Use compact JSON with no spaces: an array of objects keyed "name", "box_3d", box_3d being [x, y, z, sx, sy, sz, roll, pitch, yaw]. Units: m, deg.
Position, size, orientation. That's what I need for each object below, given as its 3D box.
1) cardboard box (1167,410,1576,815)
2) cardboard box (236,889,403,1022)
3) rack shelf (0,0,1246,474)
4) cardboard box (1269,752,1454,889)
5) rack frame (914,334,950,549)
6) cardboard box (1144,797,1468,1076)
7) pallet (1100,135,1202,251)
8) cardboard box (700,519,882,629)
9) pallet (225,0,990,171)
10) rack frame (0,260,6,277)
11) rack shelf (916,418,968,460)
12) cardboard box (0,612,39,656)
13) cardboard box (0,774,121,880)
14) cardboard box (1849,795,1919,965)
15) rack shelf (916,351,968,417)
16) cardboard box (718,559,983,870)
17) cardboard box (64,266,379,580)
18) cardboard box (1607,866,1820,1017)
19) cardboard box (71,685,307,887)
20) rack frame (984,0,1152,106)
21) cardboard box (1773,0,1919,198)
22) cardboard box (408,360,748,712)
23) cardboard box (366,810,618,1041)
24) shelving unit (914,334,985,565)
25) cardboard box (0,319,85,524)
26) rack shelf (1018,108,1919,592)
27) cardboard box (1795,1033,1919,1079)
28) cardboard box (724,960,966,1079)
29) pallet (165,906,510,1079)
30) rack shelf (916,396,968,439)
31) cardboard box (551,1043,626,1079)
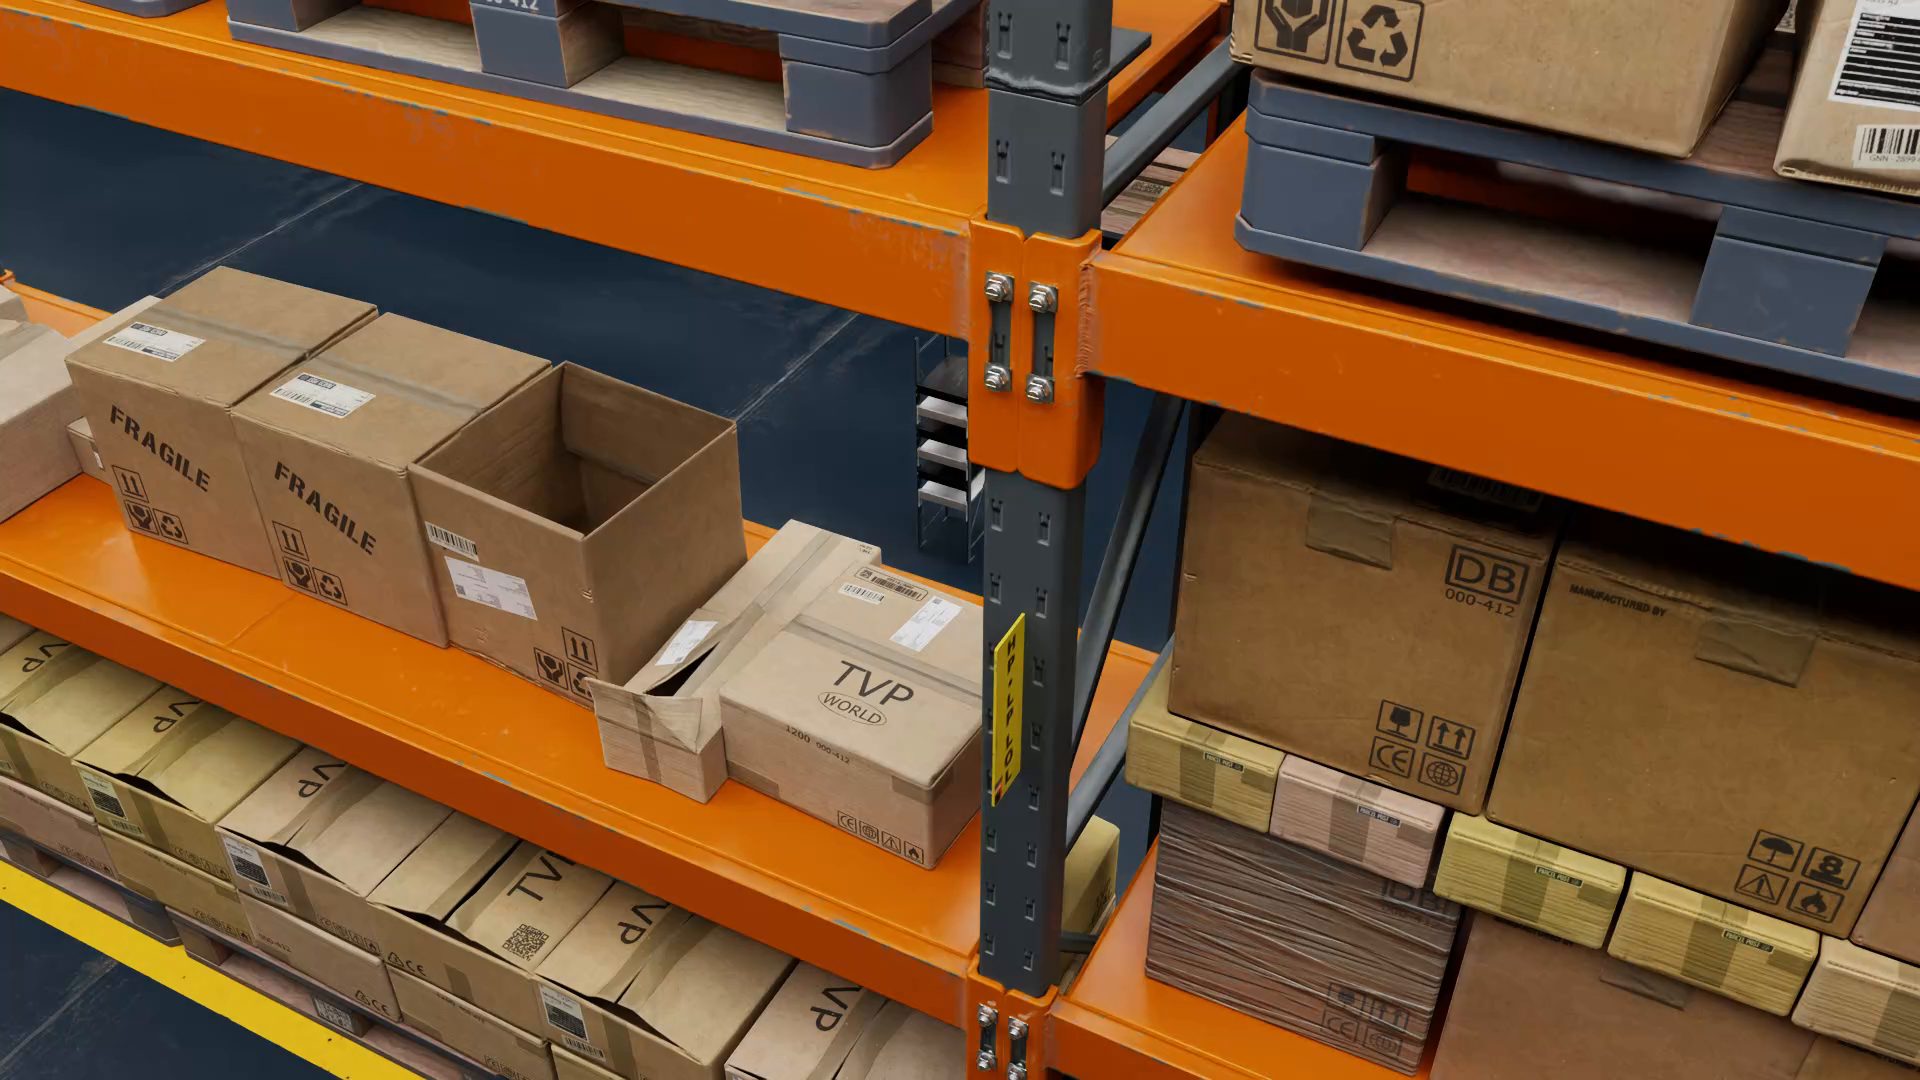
[{"name":"cardboard box","box_3d":[0.712,-0.039,2.665,0.500,0.500,0.700,18,41,22]},{"name":"cardboard box","box_3d":[-1.540,0.939,4.458,0.500,0.250,0.500,18,41,22]},{"name":"rack shelf","box_3d":[-1.460,-1.067,3.289,4.000,0.370,1.077,17,41,21]},{"name":"cardboard box","box_3d":[0.688,0.347,2.692,0.250,0.149,0.380,18,41,22]},{"name":"rack frame","box_3d":[-0.097,-0.389,6.018,0.006,0.900,0.240,17,41,21]},{"name":"cardboard box","box_3d":[0.712,0.477,3.058,0.500,0.500,0.700,16,40,20]},{"name":"pallet","box_3d":[0.794,-1.687,8.297,1.213,0.211,1.003,17,41,21]},{"name":"cardboard box","box_3d":[-0.377,0.141,3.791,0.250,0.149,0.380,17,41,21]},{"name":"pallet","box_3d":[-0.474,-0.960,2.711,1.217,0.209,0.805,16,40,20]},{"name":"rack frame","box_3d":[-3.236,-0.715,4.711,0.127,3.000,1.000,17,41,21]},{"name":"rack shelf","box_3d":[-0.007,-0.406,5.947,0.200,0.077,0.258,17,41,21]},{"name":"cardboard box","box_3d":[-2.906,0.293,4.846,0.500,0.311,0.500,19,41,23]},{"name":"cardboard box","box_3d":[-2.460,0.655,4.833,0.500,0.250,0.500,16,40,20]},{"name":"cardboard box","box_3d":[1.606,0.240,2.297,0.500,0.500,0.700,17,41,21]},{"name":"rack shelf","box_3d":[-0.007,-0.549,5.838,0.200,0.077,0.258,17,41,21]},{"name":"cardboard box","box_3d":[-0.142,0.343,3.441,0.500,0.250,0.500,20,42,24]},{"name":"cardboard box","box_3d":[-1.739,-0.297,4.078,0.500,0.500,0.500,15,40,19]},{"name":"cardboard box","box_3d":[1.151,0.490,2.504,0.250,0.149,0.380,17,40,21]},{"name":"cardboard box","box_3d":[-1.984,0.577,4.472,0.500,0.311,0.500,16,40,20]},{"name":"rack frame","box_3d":[0.315,-1.992,1.432,0.127,3.000,1.000,17,41,21]},{"name":"cardboard box","box_3d":[1.121,-0.553,1.628,0.500,0.311,0.500,15,40,19]},{"name":"cardboard box","box_3d":[-0.827,-0.012,3.702,0.500,0.500,0.500,20,42,25]},{"name":"cardboard box","box_3d":[-1.083,0.862,4.097,0.500,0.311,0.500,17,40,21]},{"name":"shelving unit","box_3d":[-0.007,-0.361,5.981,0.210,0.900,0.258,17,41,21]},{"name":"cardboard box","box_3d":[-2.531,-0.327,4.274,0.500,0.311,0.500,17,40,21]},{"name":"rack shelf","box_3d":[2.091,0.045,1.824,4.000,0.370,1.077,17,41,21]},{"name":"cardboard box","box_3d":[1.627,0.762,2.682,0.500,0.500,0.700,18,41,22]},{"name":"cardboard box","box_3d":[-0.176,1.143,3.726,0.500,0.311,0.500,17,41,21]},{"name":"pallet","box_3d":[-1.444,0.985,4.777,1.213,0.211,1.003,17,41,21]},{"name":"rack shelf","box_3d":[-0.007,-0.478,5.892,0.200,0.077,0.258,17,41,21]},{"name":"cardboard box","box_3d":[-0.634,1.224,4.084,0.500,0.250,0.500,17,40,21]}]
